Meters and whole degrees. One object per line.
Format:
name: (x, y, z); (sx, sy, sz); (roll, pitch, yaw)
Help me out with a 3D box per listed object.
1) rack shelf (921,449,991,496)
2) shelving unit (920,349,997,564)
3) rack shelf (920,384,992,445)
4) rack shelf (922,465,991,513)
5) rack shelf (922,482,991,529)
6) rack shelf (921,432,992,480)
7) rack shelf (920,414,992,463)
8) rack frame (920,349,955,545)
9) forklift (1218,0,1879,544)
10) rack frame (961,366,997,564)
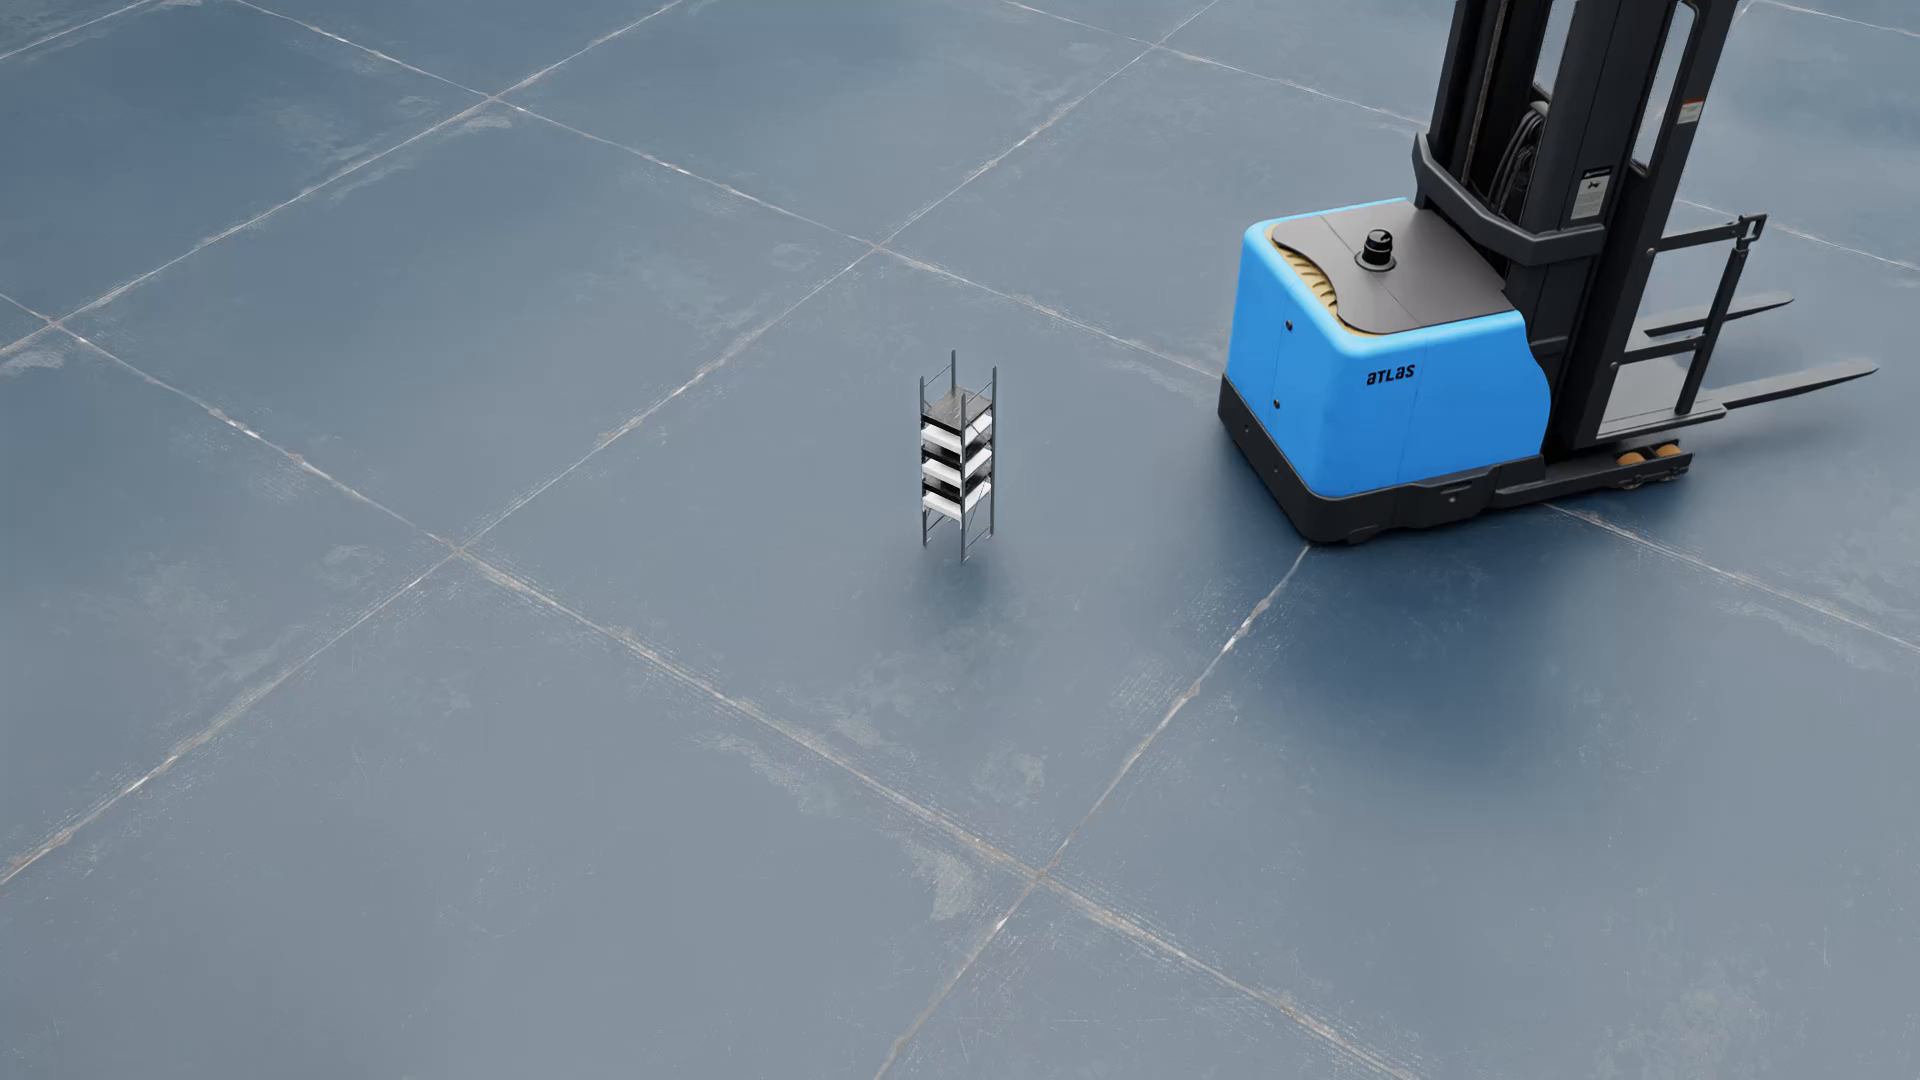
rack shelf: (-0.007, -0.314, 6.976); (0.200, 0.077, 0.258); (25, 48, 25)
shelving unit: (-0.007, -0.338, 6.953); (0.210, 0.900, 0.258); (25, 48, 25)
rack shelf: (-0.007, -0.515, 6.796); (0.200, 0.077, 0.258); (25, 48, 25)
rack shelf: (-0.007, -0.247, 7.036); (0.200, 0.077, 0.258); (25, 48, 25)
rack shelf: (-0.007, -0.179, 7.096); (0.200, 0.077, 0.258); (25, 48, 25)
rack shelf: (-0.007, -0.381, 6.916); (0.200, 0.077, 0.258); (25, 48, 25)
rack shelf: (-0.007, -0.448, 6.856); (0.200, 0.077, 0.258); (25, 48, 25)
rack frame: (-0.090, -0.377, 6.997); (0.006, 0.900, 0.240); (25, 48, 25)
forklift: (2.784, -1.646, 6.892); (3.031, 2.935, 1.130); (-12, 43, -13)
rack frame: (0.077, -0.300, 6.910); (0.006, 0.900, 0.240); (25, 48, 25)
